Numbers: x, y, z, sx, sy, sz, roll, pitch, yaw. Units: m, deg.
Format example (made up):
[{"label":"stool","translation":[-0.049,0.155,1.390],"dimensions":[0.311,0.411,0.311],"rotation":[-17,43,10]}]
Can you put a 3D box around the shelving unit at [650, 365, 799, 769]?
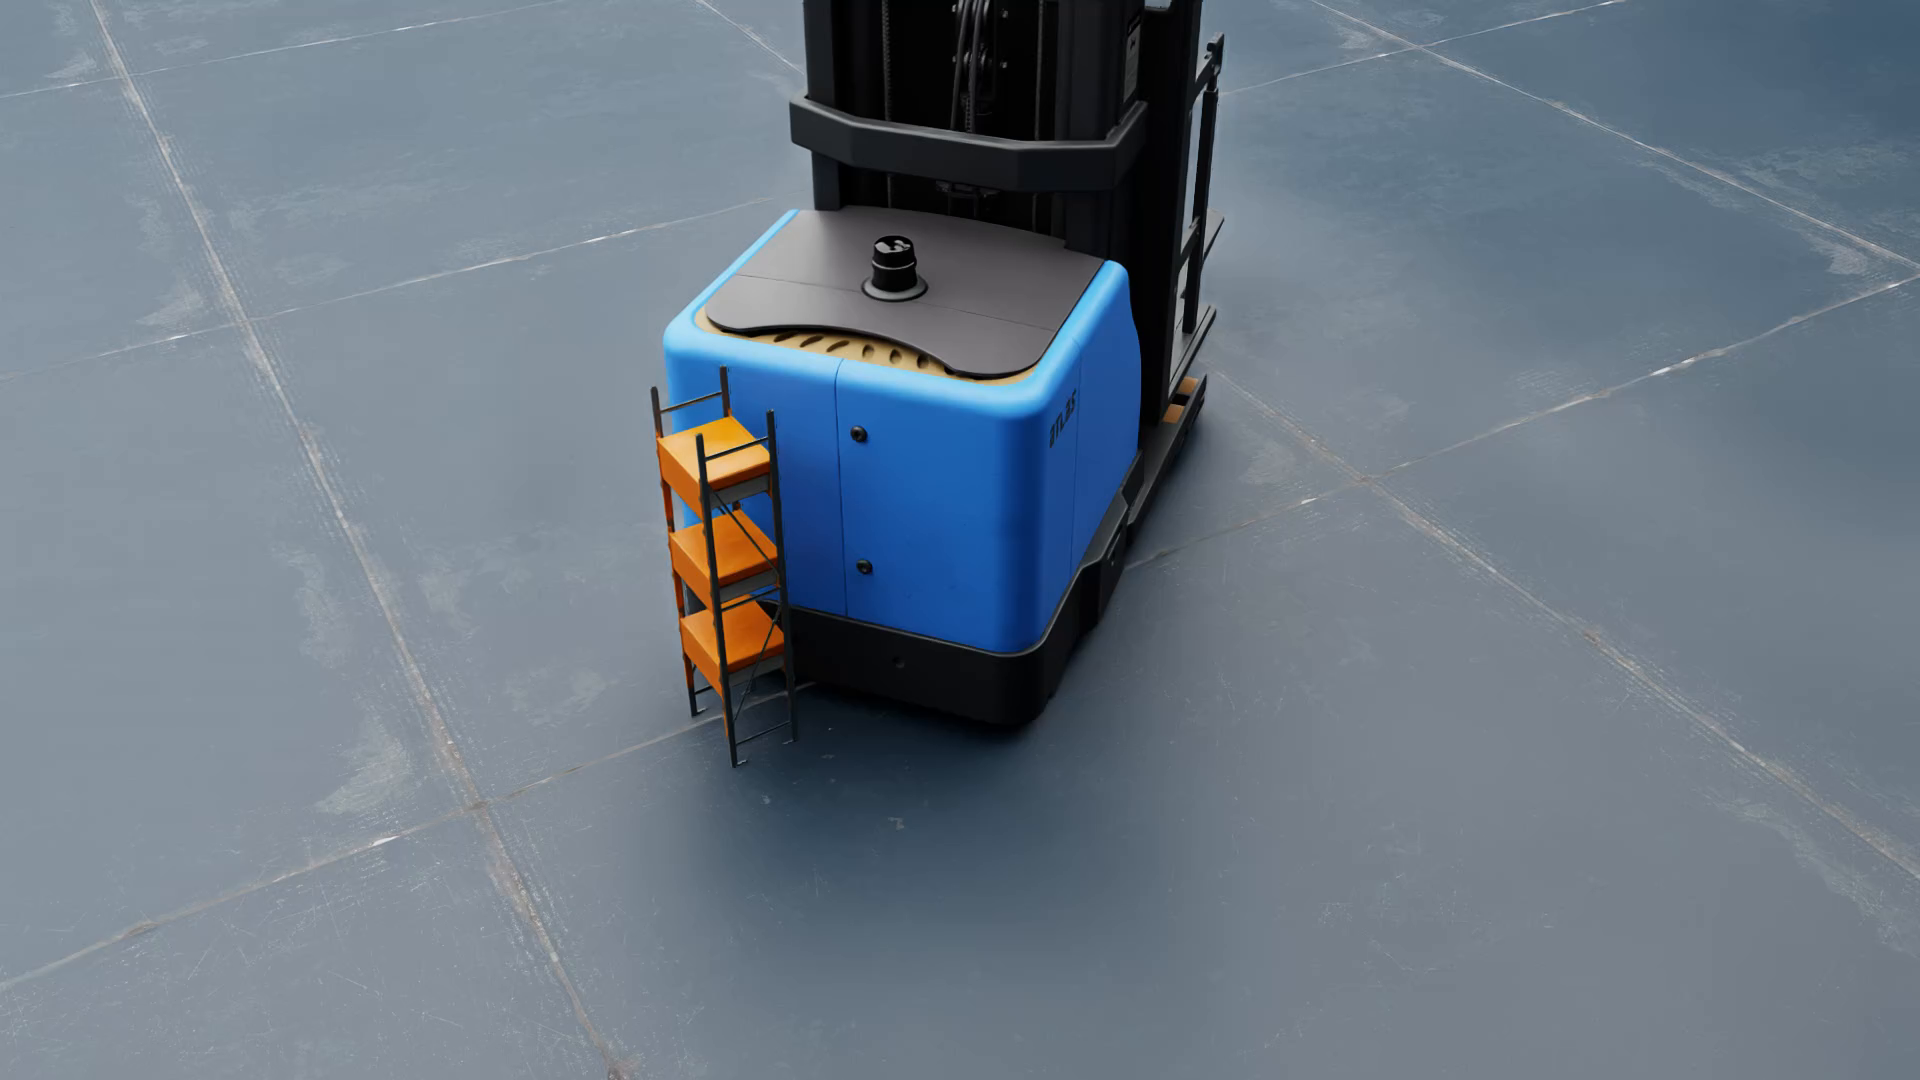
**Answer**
[{"label":"shelving unit","translation":[-0.589,0.090,4.235],"dimensions":[0.215,1.050,0.252],"rotation":[-21,41,-26]}]

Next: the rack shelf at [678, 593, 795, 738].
[{"label":"rack shelf","translation":[-0.589,0.322,4.406],"dimensions":[0.215,0.259,0.240],"rotation":[-21,41,-26]}]

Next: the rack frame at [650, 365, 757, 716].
[{"label":"rack frame","translation":[-0.655,0.029,4.317],"dimensions":[0.200,1.050,0.008],"rotation":[-21,41,-26]}]

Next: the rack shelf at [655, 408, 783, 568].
[{"label":"rack shelf","translation":[-0.588,-0.130,4.073],"dimensions":[0.215,0.259,0.240],"rotation":[-21,41,-26]}]

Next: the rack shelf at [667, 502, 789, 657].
[{"label":"rack shelf","translation":[-0.589,0.099,4.241],"dimensions":[0.215,0.259,0.240],"rotation":[-21,41,-26]}]

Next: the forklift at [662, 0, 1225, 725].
[{"label":"forklift","translation":[0.219,-1.557,4.897],"dimensions":[1.130,2.935,3.031],"rotation":[12,38,16]}]

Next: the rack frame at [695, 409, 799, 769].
[{"label":"rack frame","translation":[-0.522,0.151,4.153],"dimensions":[0.200,1.050,0.008],"rotation":[-21,41,-26]}]
